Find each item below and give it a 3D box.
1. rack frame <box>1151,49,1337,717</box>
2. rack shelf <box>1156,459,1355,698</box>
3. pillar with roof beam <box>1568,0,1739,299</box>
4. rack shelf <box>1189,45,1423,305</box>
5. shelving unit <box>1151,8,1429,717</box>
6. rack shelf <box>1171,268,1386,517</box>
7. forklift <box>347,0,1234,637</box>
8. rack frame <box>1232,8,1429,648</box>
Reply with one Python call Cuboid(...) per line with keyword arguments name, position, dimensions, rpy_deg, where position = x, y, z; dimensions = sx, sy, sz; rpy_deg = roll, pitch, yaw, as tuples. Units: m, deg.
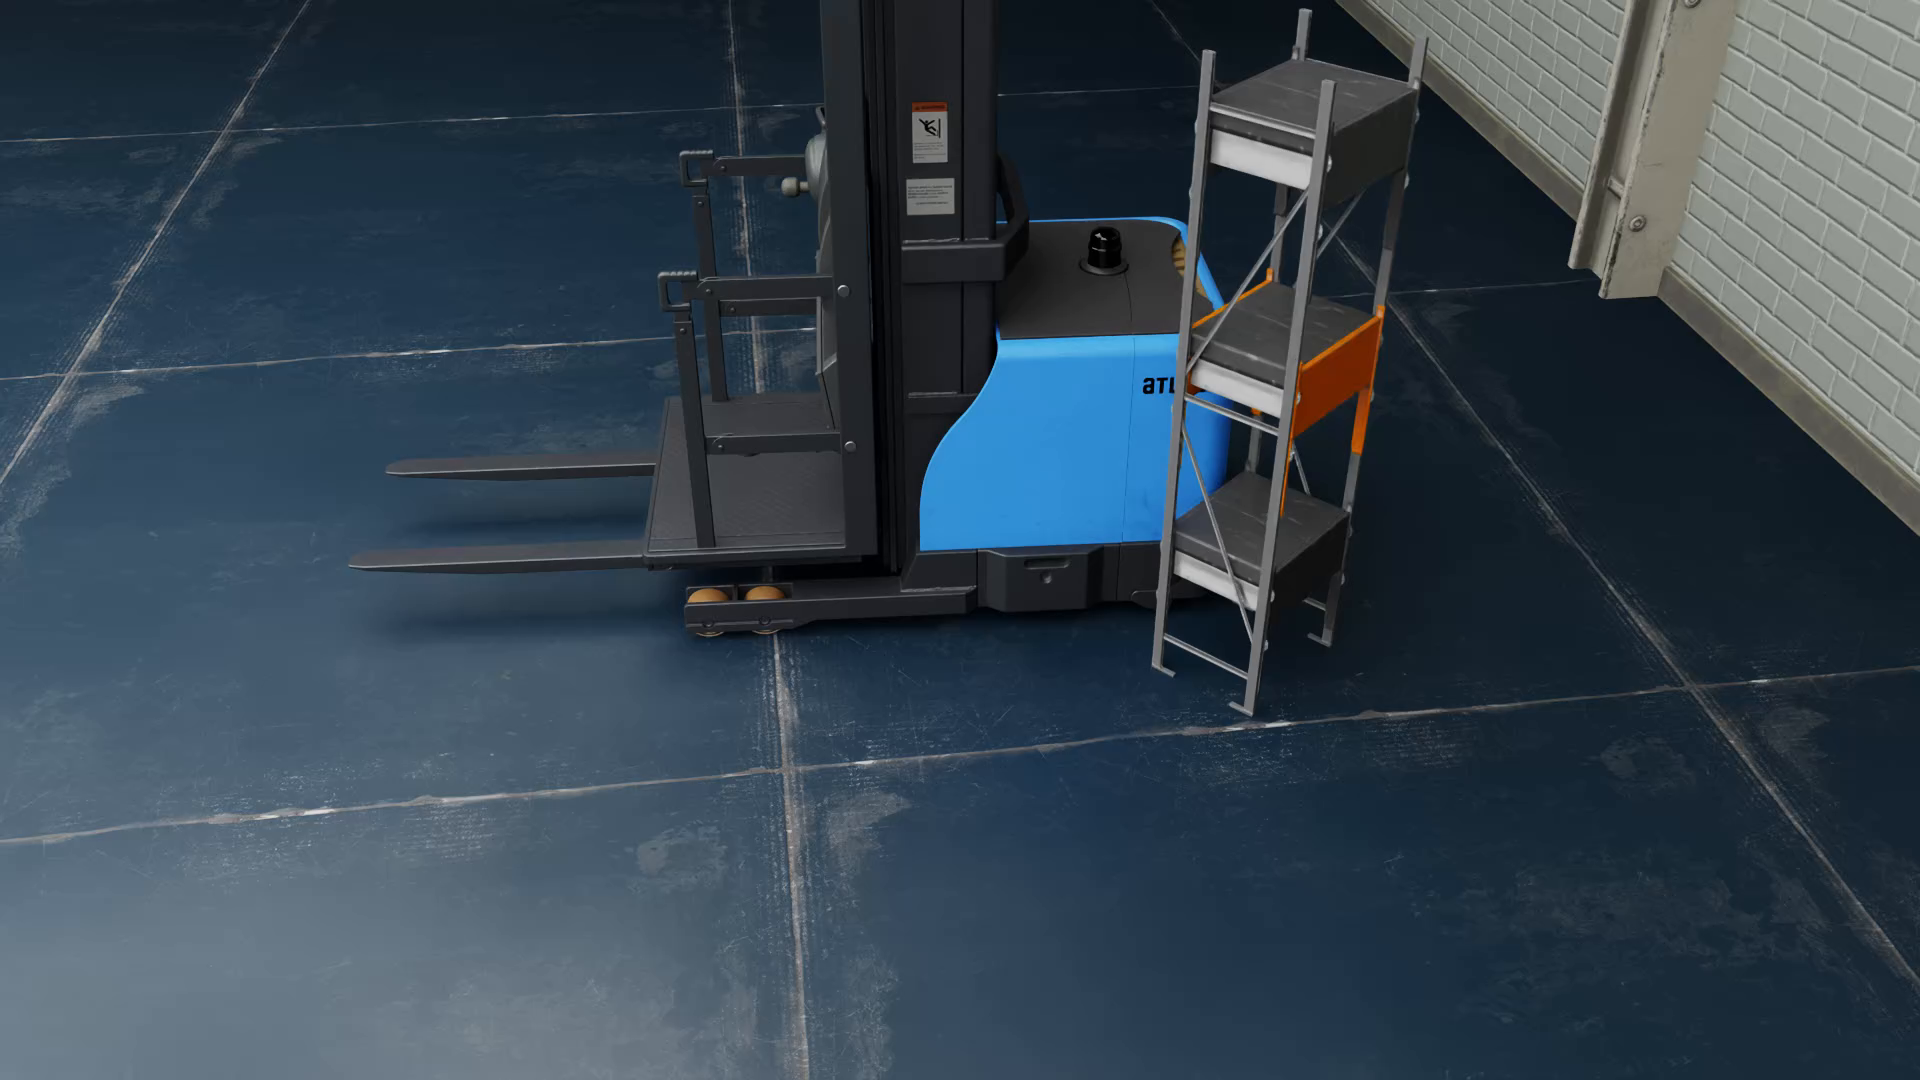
Cuboid(name="rack frame", position=(0.803, -0.368, 4.926), dimensions=(0.400, 2.100, 0.015), rpy_deg=(26, 42, 33))
Cuboid(name="rack shelf", position=(0.963, 0.118, 5.480), dimensions=(0.431, 0.518, 0.480), rpy_deg=(26, 42, 33))
Cuboid(name="pillar with roof beam", position=(-1.070, -4.665, 5.105), dimensions=(9.100, 9.000, 0.400), rpy_deg=(-4, 35, -6))
Cuboid(name="rack shelf", position=(0.963, -1.039, 4.691), dimensions=(0.431, 0.518, 0.480), rpy_deg=(26, 42, 33))
Cuboid(name="shelving unit", position=(0.963, -0.472, 5.078), dimensions=(0.431, 2.100, 0.503), rpy_deg=(26, 42, 33))
Cuboid(name="rack shelf", position=(0.963, -0.460, 5.085), dimensions=(0.431, 0.518, 0.480), rpy_deg=(26, 42, 33))
Cuboid(name="forklift", position=(-0.624, -1.186, 5.387), dimensions=(3.031, 2.935, 1.130), rpy_deg=(-2, 34, -3))
Cuboid(name="rack frame", position=(1.124, -0.575, 5.230), dimensions=(0.400, 2.100, 0.015), rpy_deg=(26, 42, 33))
